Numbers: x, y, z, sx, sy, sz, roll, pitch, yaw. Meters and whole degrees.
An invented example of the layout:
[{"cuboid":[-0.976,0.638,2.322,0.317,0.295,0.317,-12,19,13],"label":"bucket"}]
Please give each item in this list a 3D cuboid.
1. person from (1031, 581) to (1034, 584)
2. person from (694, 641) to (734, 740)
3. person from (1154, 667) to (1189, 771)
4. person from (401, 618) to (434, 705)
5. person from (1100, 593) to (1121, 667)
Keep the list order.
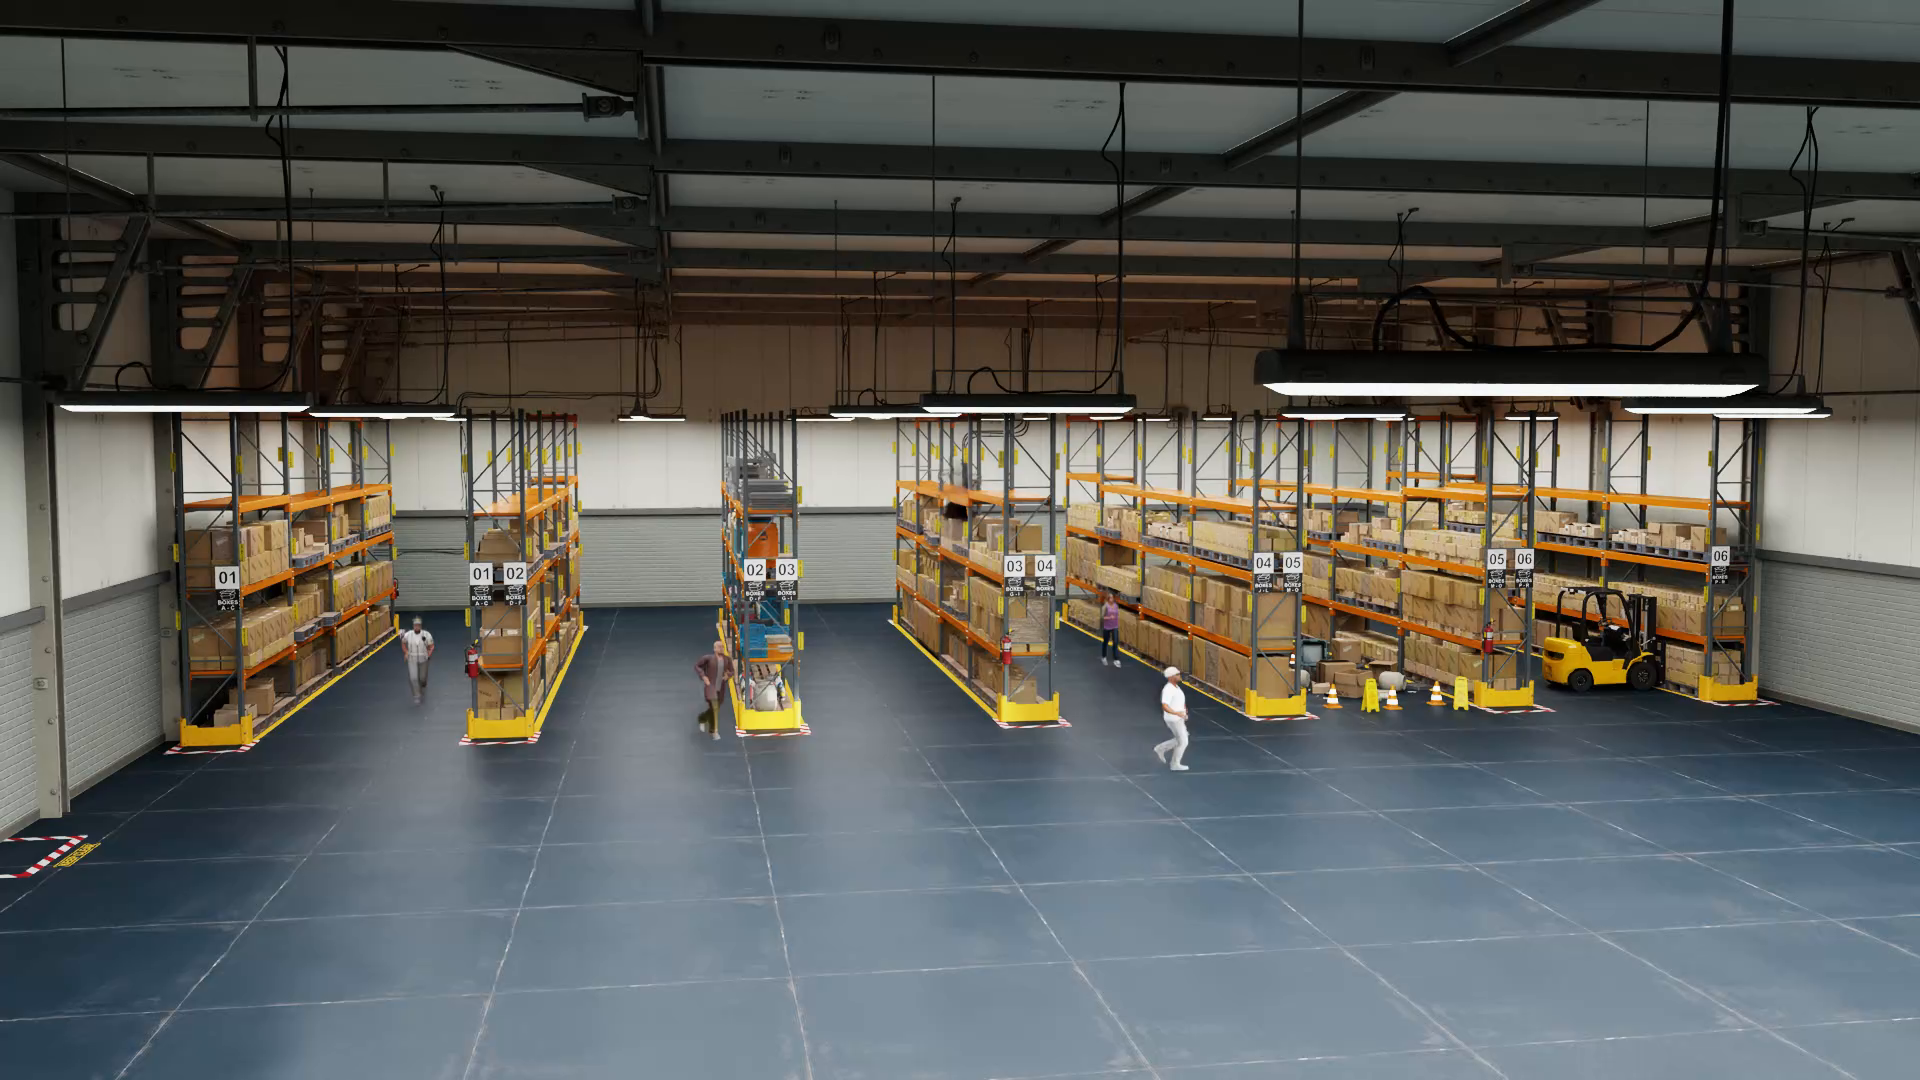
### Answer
[{"cuboid":[1.825,1.459,48.359,0.727,1.750,0.913,3,5,34],"label":"person"},{"cuboid":[-4.473,2.742,30.515,0.745,1.773,0.873,-3,5,-35],"label":"person"},{"cuboid":[3.500,2.948,27.468,0.609,1.714,0.697,1,4,16],"label":"person"},{"cuboid":[-11.172,2.465,34.275,0.642,1.765,0.907,-1,4,-18],"label":"person"},{"cuboid":[3.378,2.005,37.278,0.531,1.623,0.776,-1,4,-19],"label":"person"}]
